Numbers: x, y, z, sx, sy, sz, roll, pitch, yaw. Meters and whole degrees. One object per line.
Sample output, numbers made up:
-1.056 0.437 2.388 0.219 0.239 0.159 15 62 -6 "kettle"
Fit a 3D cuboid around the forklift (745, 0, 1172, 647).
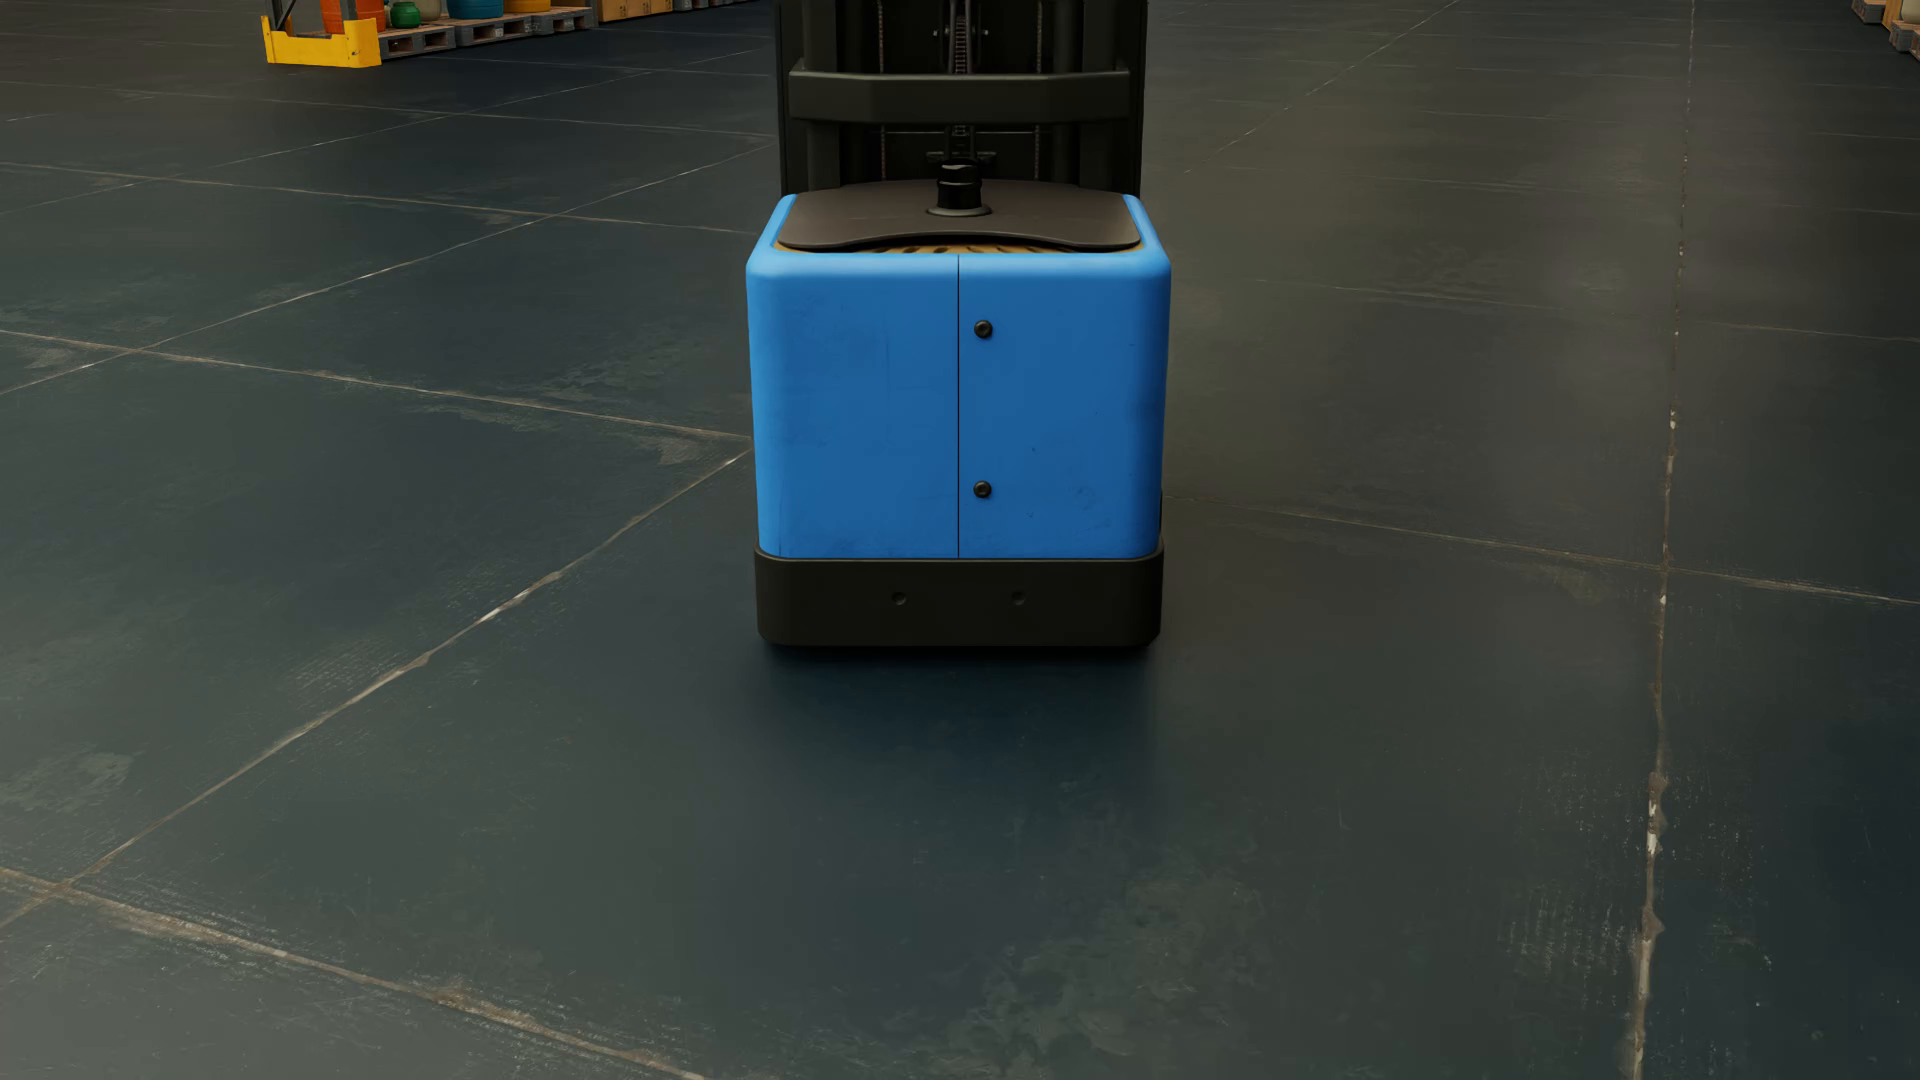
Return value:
0.003 -1.597 5.112 1.130 2.935 3.031 0 23 0 "forklift"
